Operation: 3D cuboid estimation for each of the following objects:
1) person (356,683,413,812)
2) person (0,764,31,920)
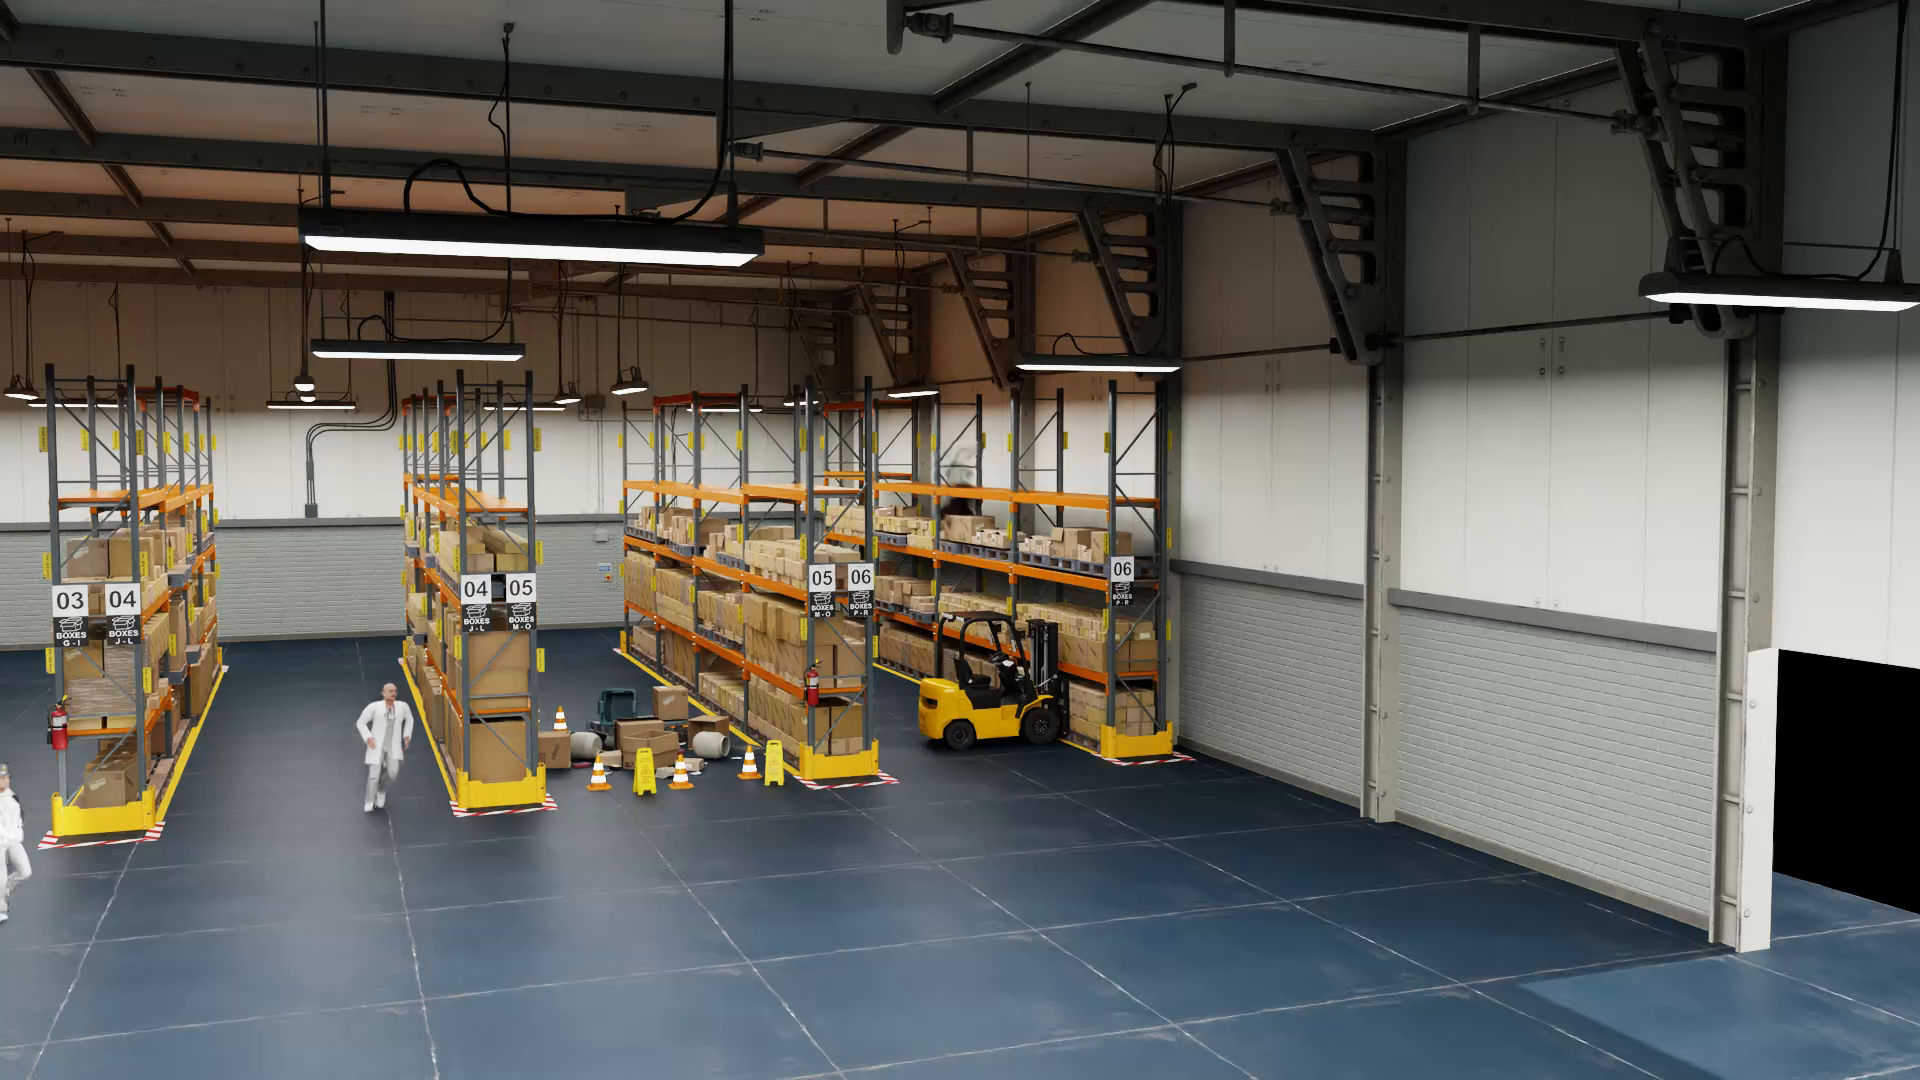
[{"bbox_3d":[-7.804,2.817,22.660,0.778,1.719,0.575,-2,4,-30],"label":"person"},{"bbox_3d":[-9.940,3.149,17.345,0.553,1.641,0.659,1,3,12],"label":"person"}]
